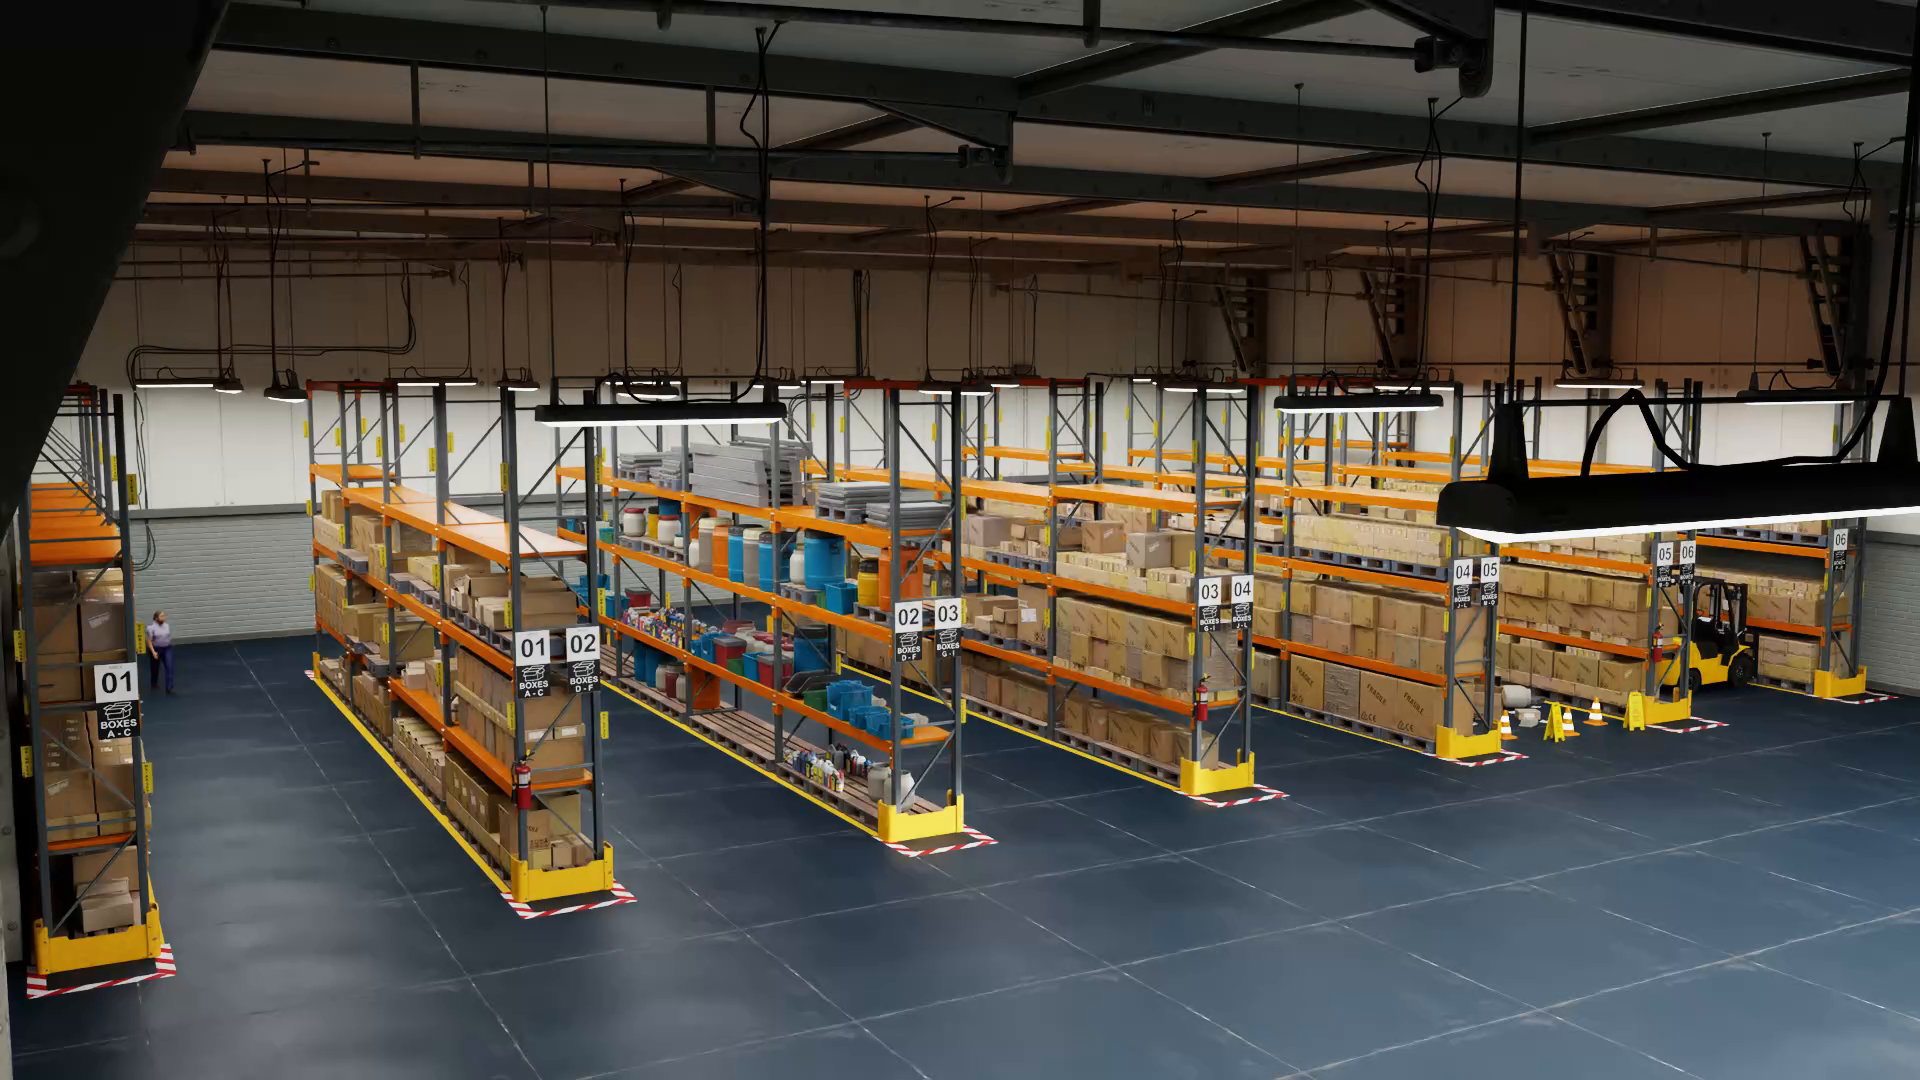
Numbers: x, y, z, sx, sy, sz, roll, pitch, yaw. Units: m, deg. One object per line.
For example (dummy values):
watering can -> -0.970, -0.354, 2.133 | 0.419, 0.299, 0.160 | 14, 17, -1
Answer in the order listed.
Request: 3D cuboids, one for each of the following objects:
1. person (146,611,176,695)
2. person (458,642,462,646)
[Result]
person -> -15.344, 2.146, 31.881 | 0.460, 1.602, 0.950 | -4, 7, -34
person -> -10.321, 1.795, 34.535 | 0.422, 1.813, 0.562 | -1, 6, -12
